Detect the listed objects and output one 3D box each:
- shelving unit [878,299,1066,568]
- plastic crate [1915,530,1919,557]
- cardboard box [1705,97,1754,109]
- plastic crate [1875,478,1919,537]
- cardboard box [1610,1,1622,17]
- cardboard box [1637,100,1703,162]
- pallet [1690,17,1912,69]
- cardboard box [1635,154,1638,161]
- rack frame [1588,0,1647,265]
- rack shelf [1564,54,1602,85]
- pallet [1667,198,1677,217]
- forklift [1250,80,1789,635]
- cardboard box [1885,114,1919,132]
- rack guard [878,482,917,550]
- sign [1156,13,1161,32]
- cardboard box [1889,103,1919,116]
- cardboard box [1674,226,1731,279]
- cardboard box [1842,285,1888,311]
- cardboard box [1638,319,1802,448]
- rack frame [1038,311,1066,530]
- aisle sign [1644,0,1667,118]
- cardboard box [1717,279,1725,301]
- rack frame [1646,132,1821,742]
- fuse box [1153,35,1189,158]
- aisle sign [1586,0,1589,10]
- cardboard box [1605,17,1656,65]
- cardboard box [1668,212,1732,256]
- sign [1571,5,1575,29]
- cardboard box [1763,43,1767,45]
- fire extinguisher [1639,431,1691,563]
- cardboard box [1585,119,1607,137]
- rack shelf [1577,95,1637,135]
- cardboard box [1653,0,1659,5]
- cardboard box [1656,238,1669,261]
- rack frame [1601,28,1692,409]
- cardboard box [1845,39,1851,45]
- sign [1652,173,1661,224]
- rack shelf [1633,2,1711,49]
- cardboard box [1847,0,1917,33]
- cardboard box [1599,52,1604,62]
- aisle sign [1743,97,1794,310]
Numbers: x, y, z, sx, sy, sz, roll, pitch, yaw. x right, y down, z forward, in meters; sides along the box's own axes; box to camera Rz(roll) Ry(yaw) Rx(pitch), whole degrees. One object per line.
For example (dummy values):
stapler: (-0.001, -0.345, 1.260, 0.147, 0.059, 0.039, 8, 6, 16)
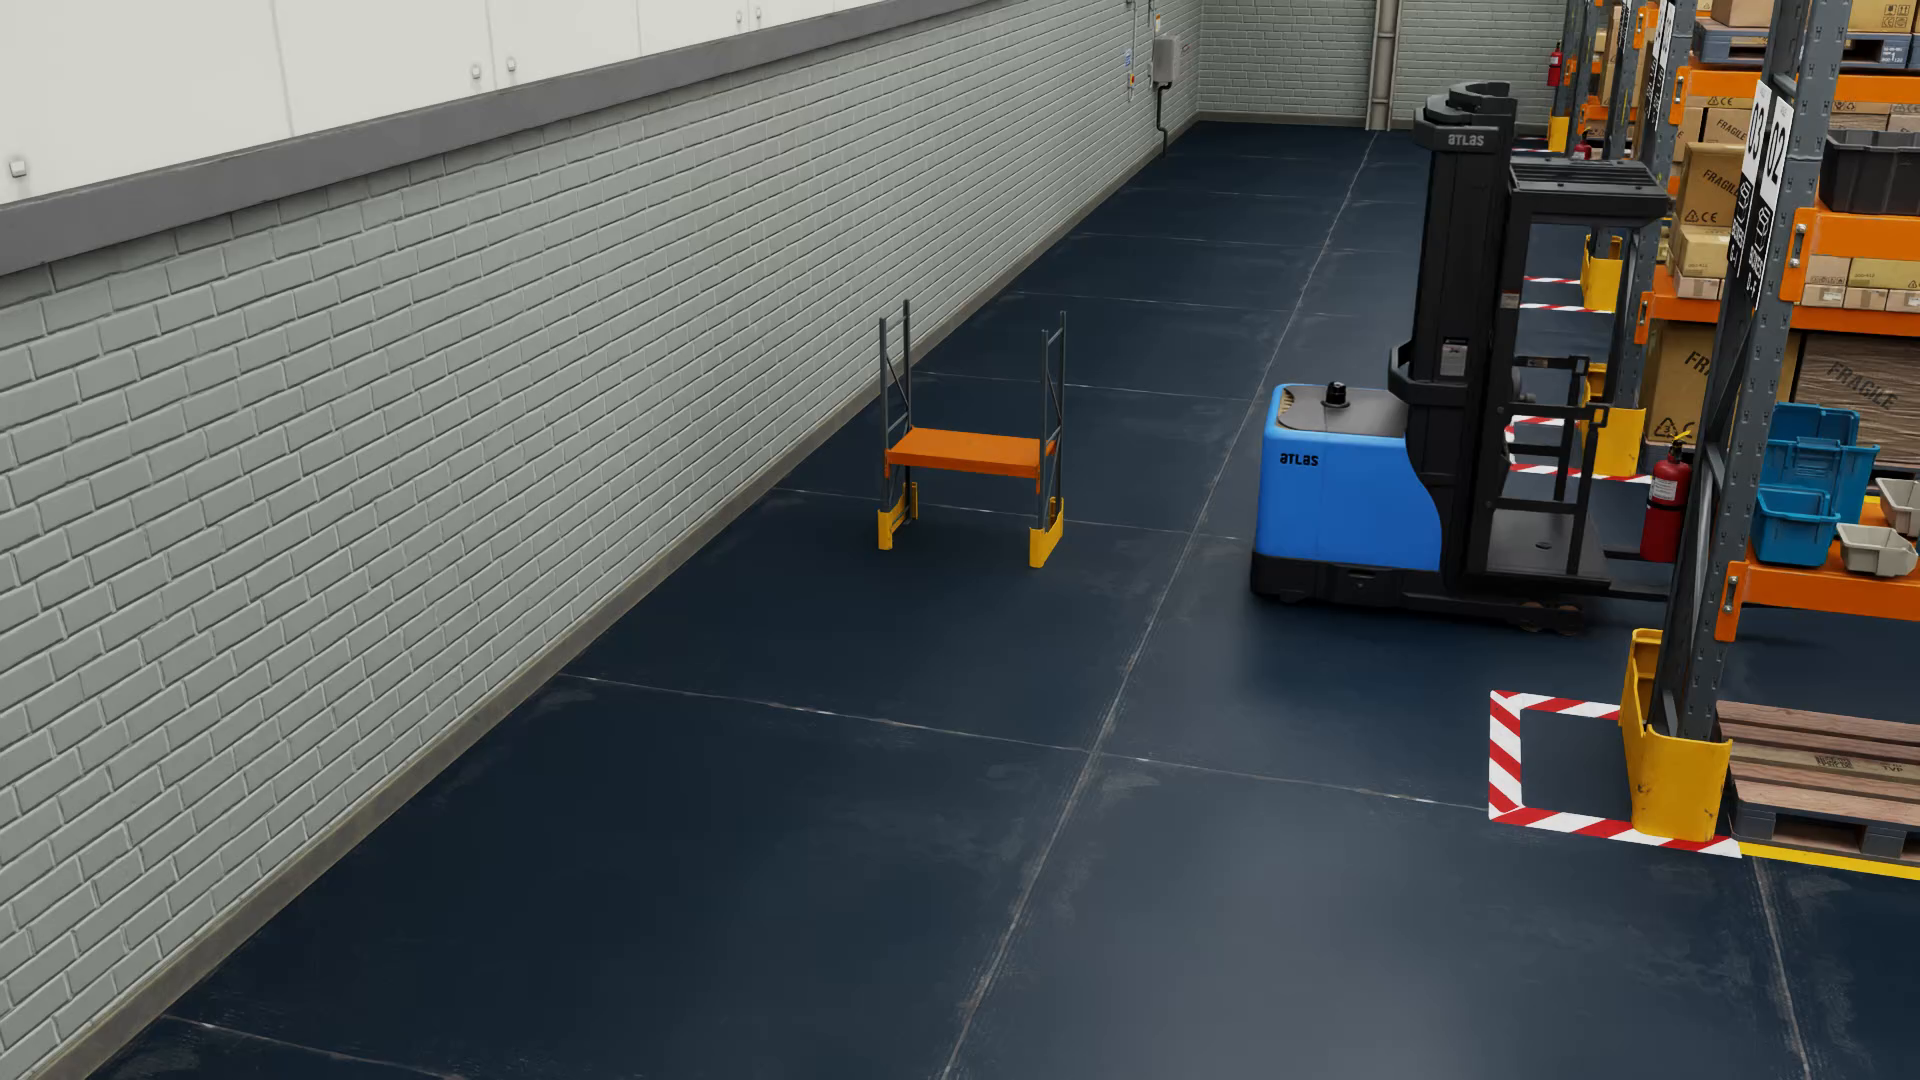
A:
shelving unit: (0.073, -0.686, 10.465, 1.083, 1.500, 0.587, 7, 23, 16)
plastic crate: (4.182, 0.012, 6.930, 0.300, 0.233, 0.416, 7, 23, 16)
cardboard box: (7.208, -4.295, 15.447, 0.500, 0.500, 0.500, 7, 23, 17)
plastic crate: (4.243, -0.139, 7.424, 0.243, 0.136, 0.396, 7, 23, 16)
cardboard box: (8.105, -6.499, 20.358, 0.250, 0.149, 0.380, 7, 23, 16)
cardboard box: (6.720, -3.882, 15.757, 0.500, 0.500, 0.500, 8, 24, 18)
pallet: (5.554, -3.326, 11.089, 1.213, 0.211, 1.003, 7, 23, 15)
cardboard box: (6.586, -3.576, 15.868, 0.250, 0.149, 0.380, 6, 23, 15)
rack frame: (6.370, -3.847, 16.197, 0.127, 3.000, 1.000, 7, 23, 16)
rack shelf: (11.048, -6.909, 24.608, 4.000, 0.370, 1.077, 7, 23, 16)
pallet: (8.491, -4.307, 20.993, 1.213, 0.211, 1.003, 7, 23, 16)
forklift: (3.300, -1.037, 9.437, 3.031, 2.935, 1.130, 5, 23, 13)
cardboard box: (8.682, -3.655, 15.205, 0.500, 0.500, 0.500, 6, 23, 15)
rack guard: (-0.404, -0.162, 10.835, 0.087, 0.250, 0.587, 7, 23, 16)
sign: (2.830, -7.398, 23.766, 0.001, 0.242, 0.339, 7, 23, 16)
cardboard box: (8.689, -4.125, 15.031, 0.500, 0.500, 0.500, 7, 23, 17)
cardboard box: (5.222, -1.974, 11.435, 0.500, 0.250, 0.500, 6, 23, 14)
cardboard box: (6.070, -1.669, 11.218, 0.250, 0.149, 0.380, 6, 23, 14)
cardboard box: (5.477, -1.226, 12.054, 0.875, 0.875, 0.875, 7, 23, 16)
rack frame: (0.568, -0.629, 10.327, 0.032, 1.500, 0.500, 7, 23, 16)
aisle sign: (4.858, -3.376, 11.622, 0.004, 0.787, 0.394, 7, 23, 16)
cardboard box: (5.331, -1.754, 11.424, 0.250, 0.149, 0.380, 6, 23, 15)
rack frame: (3.410, -0.257, 7.443, 0.127, 3.000, 1.000, 7, 23, 16)
fuse box: (3.045, -6.418, 24.161, 0.414, 1.711, 0.539, 7, 23, 16)
aisle sign: (7.551, -6.762, 19.877, 0.004, 0.787, 0.394, 7, 23, 16)
cardboard box: (8.081, -6.010, 20.019, 0.500, 0.500, 0.500, 6, 23, 14)
cardboard box: (5.381, -2.168, 11.908, 0.500, 0.250, 0.500, 6, 23, 15)
sign: (8.977, -7.664, 24.361, 0.005, 0.325, 0.100, 7, 23, 16)
cardboard box: (7.866, -4.425, 15.763, 0.500, 0.500, 0.500, 8, 24, 18)
fire extinguisher: (3.397, -0.230, 7.972, 0.183, 0.674, 0.296, 7, 23, 16)
cardboard box: (9.692, -6.399, 25.153, 0.637, 0.503, 0.797, 6, 23, 13)
rack shelf: (9.618, -5.105, 20.210, 4.000, 0.370, 1.077, 7, 23, 16)
cardboard box: (6.882, -5.212, 15.769, 0.500, 0.250, 0.500, 6, 23, 14)
cardboard box: (6.774, -2.817, 16.104, 0.250, 0.149, 0.380, 5, 23, 13)
rack frame: (4.841, -2.056, 11.831, 0.127, 3.000, 1.000, 7, 23, 16)
cardboard box: (10.518, -5.737, 19.355, 0.500, 0.500, 0.500, 6, 23, 15)
sign: (4.675, -2.292, 11.161, 0.005, 0.325, 0.100, 7, 23, 16)
rack shelf: (8.285, -4.683, 15.230, 4.000, 0.370, 1.077, 7, 23, 16)
cardboard box: (5.858, -3.588, 10.795, 0.500, 0.500, 0.700, 6, 23, 14)
cardboard box: (9.626, -7.198, 24.696, 0.250, 0.149, 0.380, 7, 23, 17)
aisle sign: (3.255, -1.359, 6.706, 0.004, 0.787, 0.394, 7, 23, 16)
